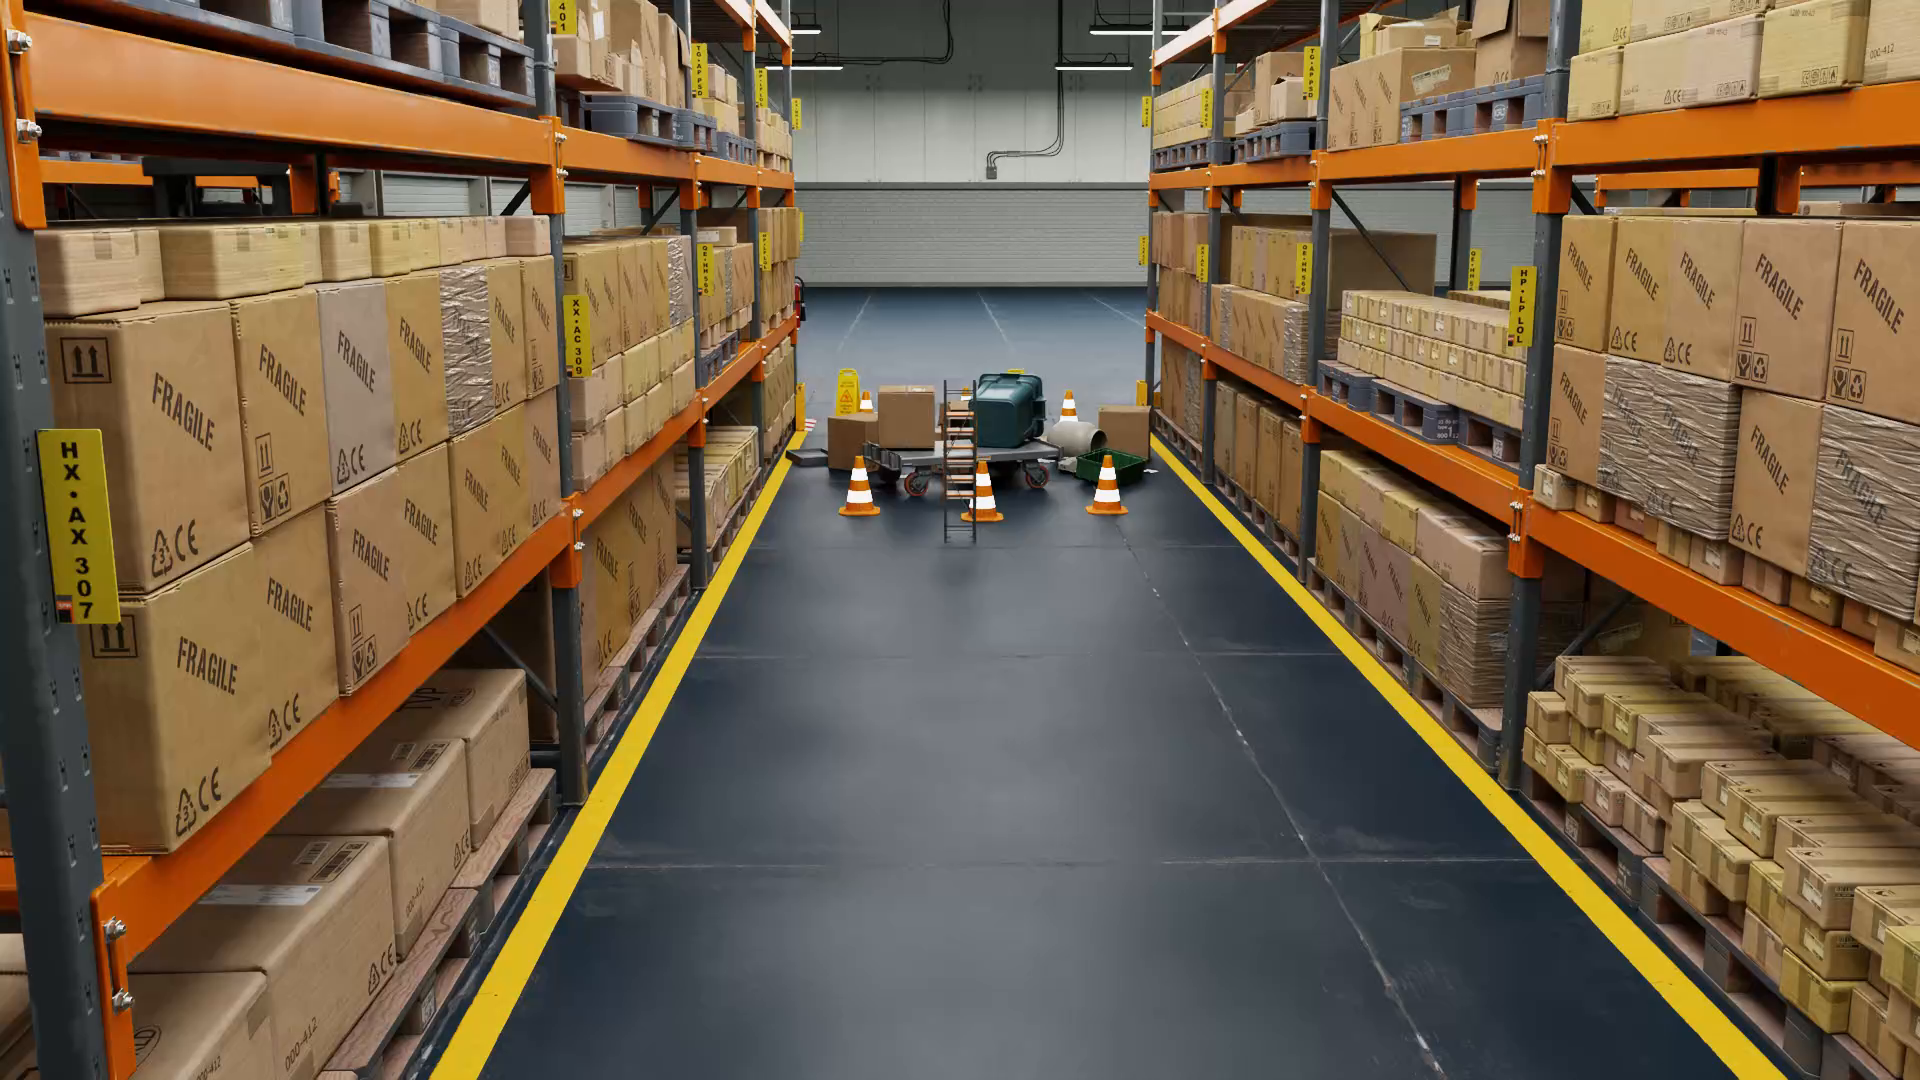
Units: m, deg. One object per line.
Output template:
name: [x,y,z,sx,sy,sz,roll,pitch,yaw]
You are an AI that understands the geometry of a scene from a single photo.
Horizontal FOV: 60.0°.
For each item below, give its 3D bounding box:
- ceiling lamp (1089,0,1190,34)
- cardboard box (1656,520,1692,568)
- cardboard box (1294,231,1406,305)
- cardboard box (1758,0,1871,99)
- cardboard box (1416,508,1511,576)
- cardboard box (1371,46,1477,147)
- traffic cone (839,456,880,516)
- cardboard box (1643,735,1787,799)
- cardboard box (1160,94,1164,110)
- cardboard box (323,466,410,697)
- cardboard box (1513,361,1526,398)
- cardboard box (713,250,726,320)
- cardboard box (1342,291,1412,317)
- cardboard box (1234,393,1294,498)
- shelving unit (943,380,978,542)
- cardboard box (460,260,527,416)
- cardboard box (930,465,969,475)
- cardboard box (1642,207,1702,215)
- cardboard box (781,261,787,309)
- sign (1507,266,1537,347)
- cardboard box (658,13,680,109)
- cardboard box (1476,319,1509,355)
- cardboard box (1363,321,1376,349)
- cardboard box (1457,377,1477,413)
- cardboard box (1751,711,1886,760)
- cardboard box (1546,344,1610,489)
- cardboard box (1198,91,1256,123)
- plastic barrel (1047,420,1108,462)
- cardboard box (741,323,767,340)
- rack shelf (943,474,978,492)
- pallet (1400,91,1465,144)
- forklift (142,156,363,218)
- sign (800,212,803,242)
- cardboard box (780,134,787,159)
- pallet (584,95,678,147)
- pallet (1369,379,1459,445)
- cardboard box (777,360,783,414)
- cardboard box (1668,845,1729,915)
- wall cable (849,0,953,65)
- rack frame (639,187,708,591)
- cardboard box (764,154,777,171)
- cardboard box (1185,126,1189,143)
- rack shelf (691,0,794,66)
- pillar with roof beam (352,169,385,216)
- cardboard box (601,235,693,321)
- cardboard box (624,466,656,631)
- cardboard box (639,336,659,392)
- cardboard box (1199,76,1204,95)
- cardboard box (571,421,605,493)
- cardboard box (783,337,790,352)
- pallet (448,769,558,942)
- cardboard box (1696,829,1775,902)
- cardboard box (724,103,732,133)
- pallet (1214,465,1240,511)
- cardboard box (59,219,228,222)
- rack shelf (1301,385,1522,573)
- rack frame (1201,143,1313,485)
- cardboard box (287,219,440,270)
ceiling lamp: [3.600,-11.809,33.452,2.000,3.185,0.800,0,11,-1]
cardboard box: [2.615,-0.003,5.661,0.380,0.149,0.250,0,11,0]
cardboard box: [2.765,-1.916,11.692,0.700,0.500,0.500,0,11,-2]
cardboard box: [2.622,-1.388,4.691,0.500,0.250,0.500,0,11,1]
cardboard box: [2.594,0.011,8.307,0.500,0.250,0.500,0,11,2]
cardboard box: [2.555,-2.393,9.013,0.500,0.500,0.500,0,11,-1]
traffic cone: [-0.828,-0.458,13.652,0.336,0.463,0.334,0,11,-1]
cardboard box: [2.612,0.785,5.763,0.380,0.149,0.250,0,11,0]
cardboard box: [2.309,-4.602,17.471,0.380,0.149,0.250,0,11,-2]
cardboard box: [-1.759,0.096,4.288,0.500,0.500,0.500,0,11,-1]
cardboard box: [2.653,-0.699,7.286,0.380,0.149,0.250,0,11,1]
cardboard box: [-1.984,-1.847,12.062,0.500,0.500,0.500,0,11,0]
cardboard box: [2.592,-1.468,10.329,0.380,0.149,0.250,0,11,-1]
cardboard box: [2.813,-0.771,13.416,1.050,0.750,0.750,0,11,-1]
shelving unit: [0.000,-0.591,12.454,0.258,1.200,0.189,0,11,-1]
cardboard box: [-1.800,-0.697,5.684,0.500,0.500,0.500,0,11,-2]
cardboard box: [-0.124,-0.773,15.700,0.258,0.266,0.396,-10,15,-40]
cardboard box: [7.326,-3.153,17.043,0.500,0.500,0.500,0,11,-1]
cardboard box: [-2.037,-2.626,16.959,0.500,0.500,0.500,0,11,-1]
sign: [2.304,-0.956,6.817,0.100,0.325,0.005,0,11,-1]
cardboard box: [-1.960,-2.675,9.351,0.700,0.500,0.500,-1,11,-4]
cardboard box: [2.646,-0.950,7.777,0.380,0.149,0.250,-1,11,-3]
cardboard box: [2.602,-1.212,9.815,0.380,0.149,0.250,-1,11,-3]
cardboard box: [2.639,-0.704,8.059,0.380,0.149,0.250,-1,11,-4]
cardboard box: [3.111,0.729,6.037,0.380,0.149,0.250,0,11,1]
cardboard box: [2.617,-0.487,6.417,0.500,0.500,0.500,0,11,-2]
cardboard box: [2.427,-3.876,14.898,0.500,0.250,0.500,0,11,-2]
plastic barrel: [1.137,-0.939,16.122,0.512,0.421,0.421,9,15,38]
cardboard box: [-1.939,-1.883,14.926,0.380,0.149,0.250,0,11,-1]
rack shelf: [0.000,-0.430,12.487,0.258,0.103,0.180,0,11,-1]
pallet: [2.928,-2.099,8.290,1.213,0.211,1.003,0,11,-1]
forklift: [-4.752,-1.286,11.526,1.130,2.935,3.031,0,11,-2]
sign: [-1.781,-3.458,18.350,0.100,0.325,0.005,0,11,-1]
cardboard box: [-2.060,-4.079,17.203,0.500,0.250,0.500,0,11,-2]
pallet: [-2.078,-2.174,8.662,1.003,0.211,1.213,0,11,1]
pallet: [2.858,-0.700,8.946,1.003,0.211,1.213,0,11,-1]
cardboard box: [-2.027,-1.495,16.359,0.500,0.500,0.500,0,11,2]
cardboard box: [2.613,1.131,5.555,0.380,0.149,0.250,-1,11,-3]
wall cable: [-1.745,-15.275,48.884,3.097,2.526,0.112,0,11,-1]
rack frame: [-2.171,-1.147,10.667,1.000,3.000,0.127,0,11,-1]
cardboard box: [-1.953,-3.608,15.888,0.380,0.149,0.250,0,11,-2]
cardboard box: [2.345,-3.857,15.806,0.380,0.149,0.250,0,11,0]
rack shelf: [-2.295,-4.925,16.021,1.077,0.370,4.000,0,11,-1]
pillar with roof beam: [-4.005,-6.724,23.070,9.100,9.000,0.400,0,11,-1]
cardboard box: [-1.898,-1.584,10.056,0.500,0.500,0.500,-1,11,-3]
cardboard box: [-2.225,0.004,9.284,0.875,0.875,0.875,0,11,0]
cardboard box: [-1.850,-0.916,8.650,0.500,0.250,0.500,-1,11,-3]
cardboard box: [2.362,-4.096,14.981,0.380,0.149,0.250,0,11,-1]
cardboard box: [-1.833,-0.367,7.199,0.500,0.250,0.500,-1,11,-2]
cardboard box: [-1.984,-2.050,17.460,0.380,0.149,0.250,0,11,0]
pallet: [-2.150,1.167,6.278,1.003,0.211,1.213,0,11,-1]
cardboard box: [2.589,1.033,5.288,0.380,0.149,0.250,0,11,-1]
cardboard box: [-2.091,-3.328,13.196,0.500,0.250,0.500,0,11,0]
pallet: [2.785,-0.463,14.308,1.003,0.211,1.213,0,11,-1]
cardboard box: [-2.328,-0.842,4.766,0.380,0.149,0.250,0,11,-1]
rack shelf: [2.818,-0.437,8.978,1.077,0.370,4.000,0,11,-1]
rack frame: [2.694,-1.982,14.785,1.000,3.000,0.127,0,11,-1]
cardboard box: [-1.800,-0.894,5.024,0.380,0.149,0.250,0,11,-2]
